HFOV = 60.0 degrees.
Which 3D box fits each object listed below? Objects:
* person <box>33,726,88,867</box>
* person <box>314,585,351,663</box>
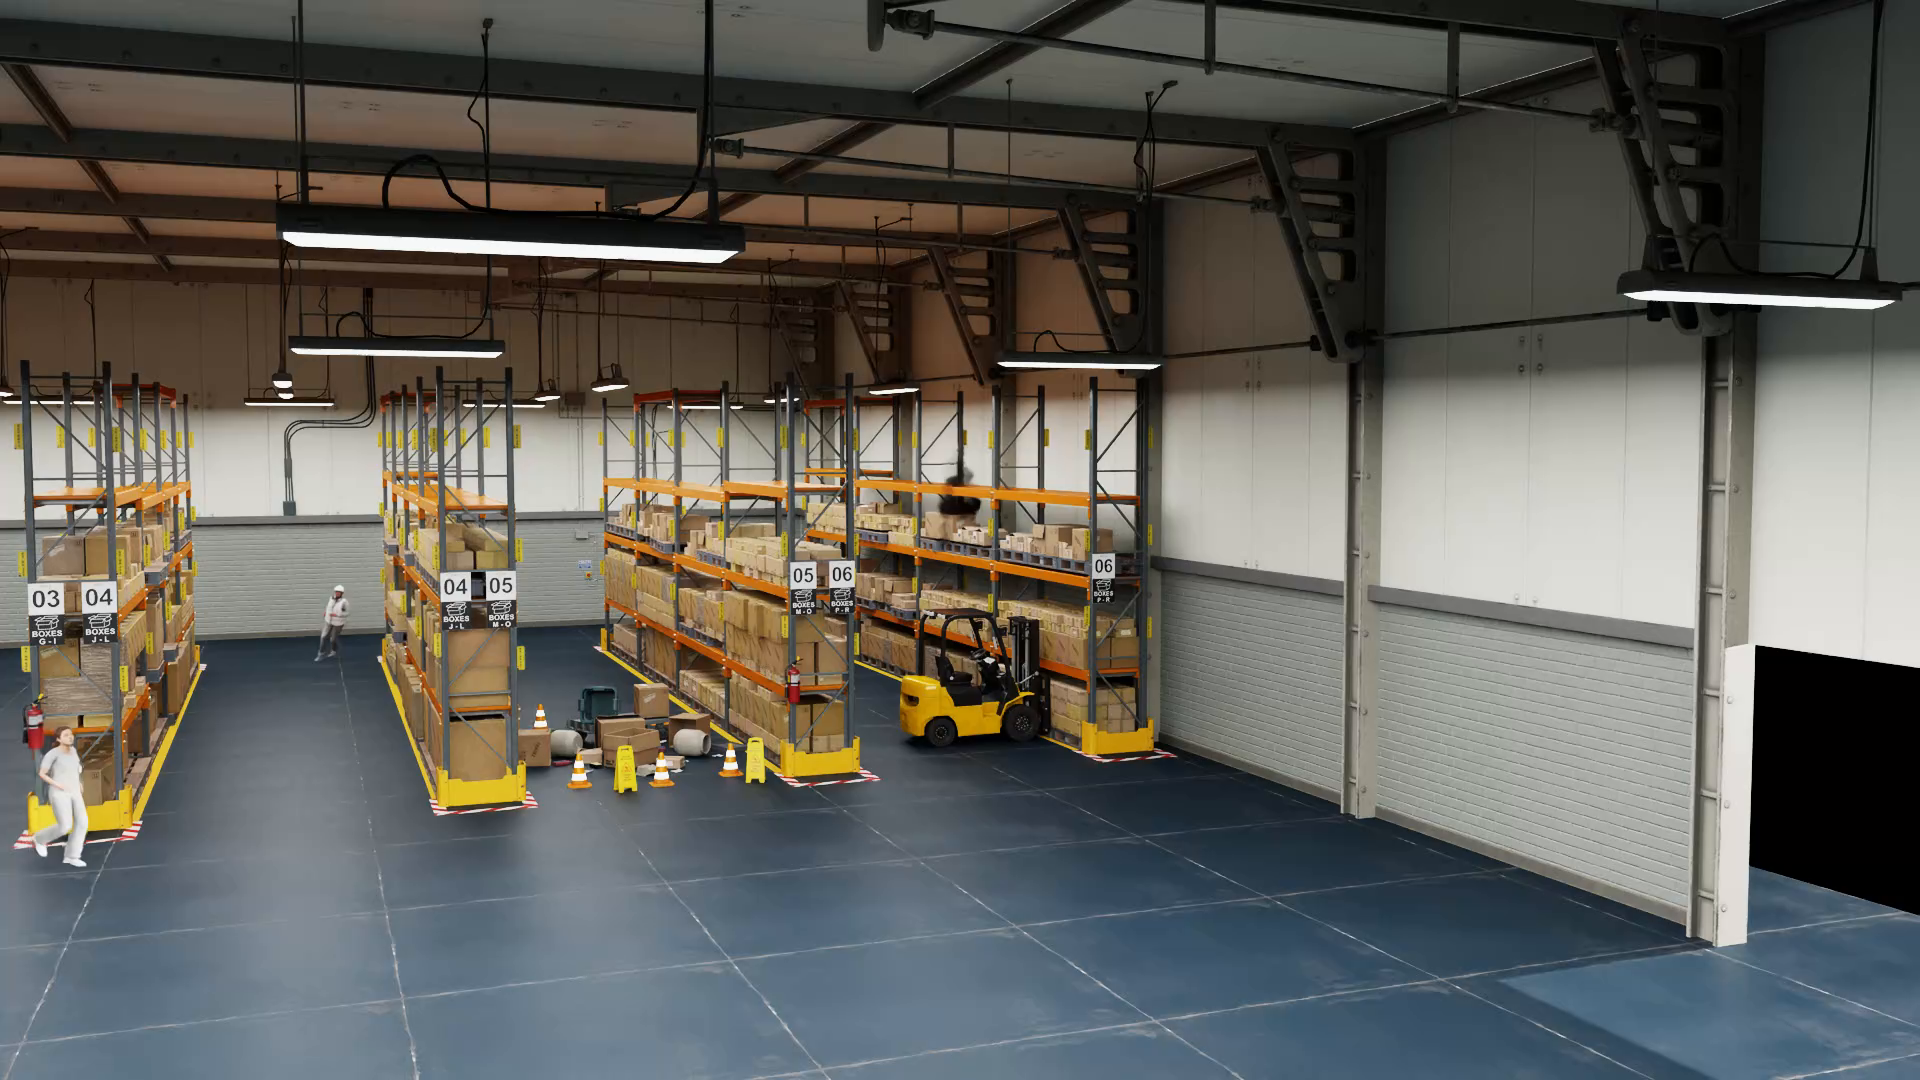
[{"bbox_3d":[-10.602,3.013,19.596,0.691,1.664,0.581,1,4,16],"label":"person"},{"bbox_3d":[-14.147,1.884,37.720,0.740,1.739,0.810,1,3,11],"label":"person"}]
